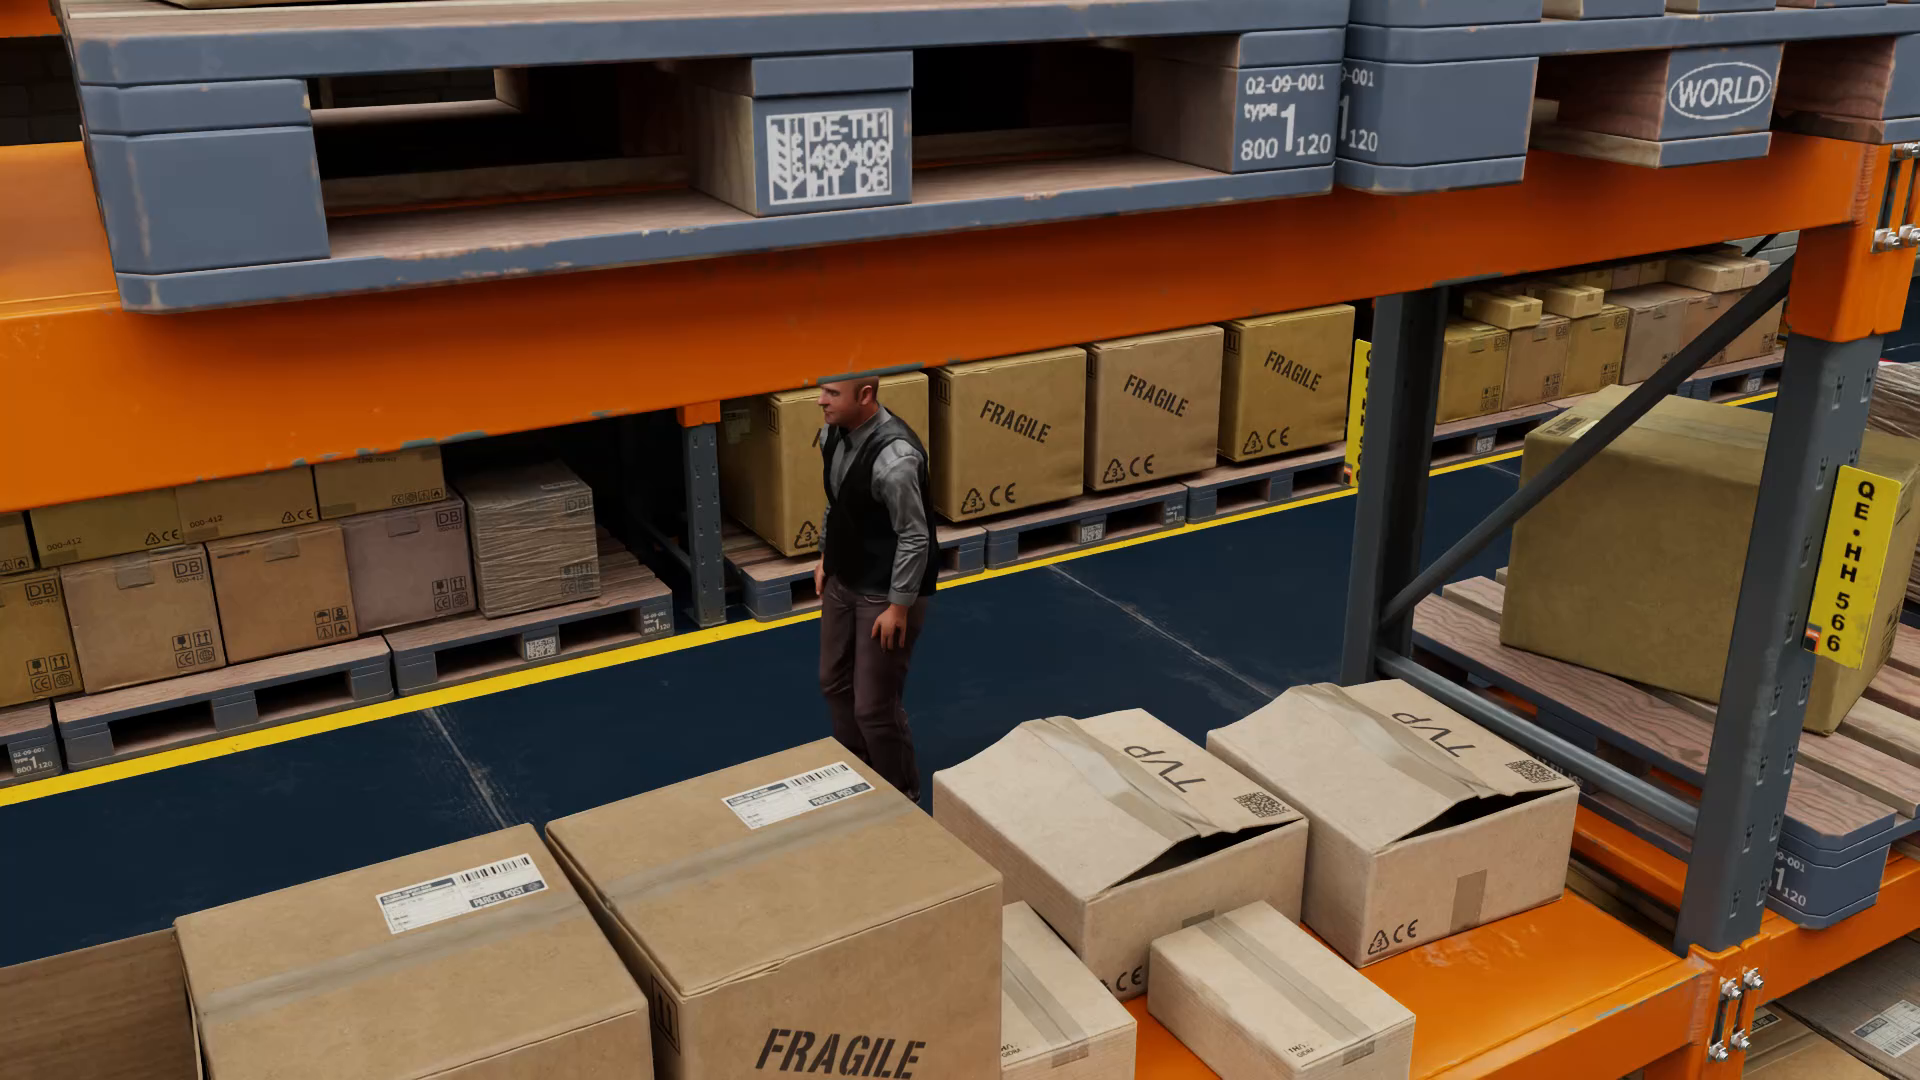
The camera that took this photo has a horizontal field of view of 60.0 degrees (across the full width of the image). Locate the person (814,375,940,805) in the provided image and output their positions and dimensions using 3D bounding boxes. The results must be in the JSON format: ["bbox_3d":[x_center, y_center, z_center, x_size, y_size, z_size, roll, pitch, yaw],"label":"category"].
[{"bbox_3d":[-0.298,0.217,5.712,0.419,1.617,0.578,-13,25,-29],"label":"person"}]
